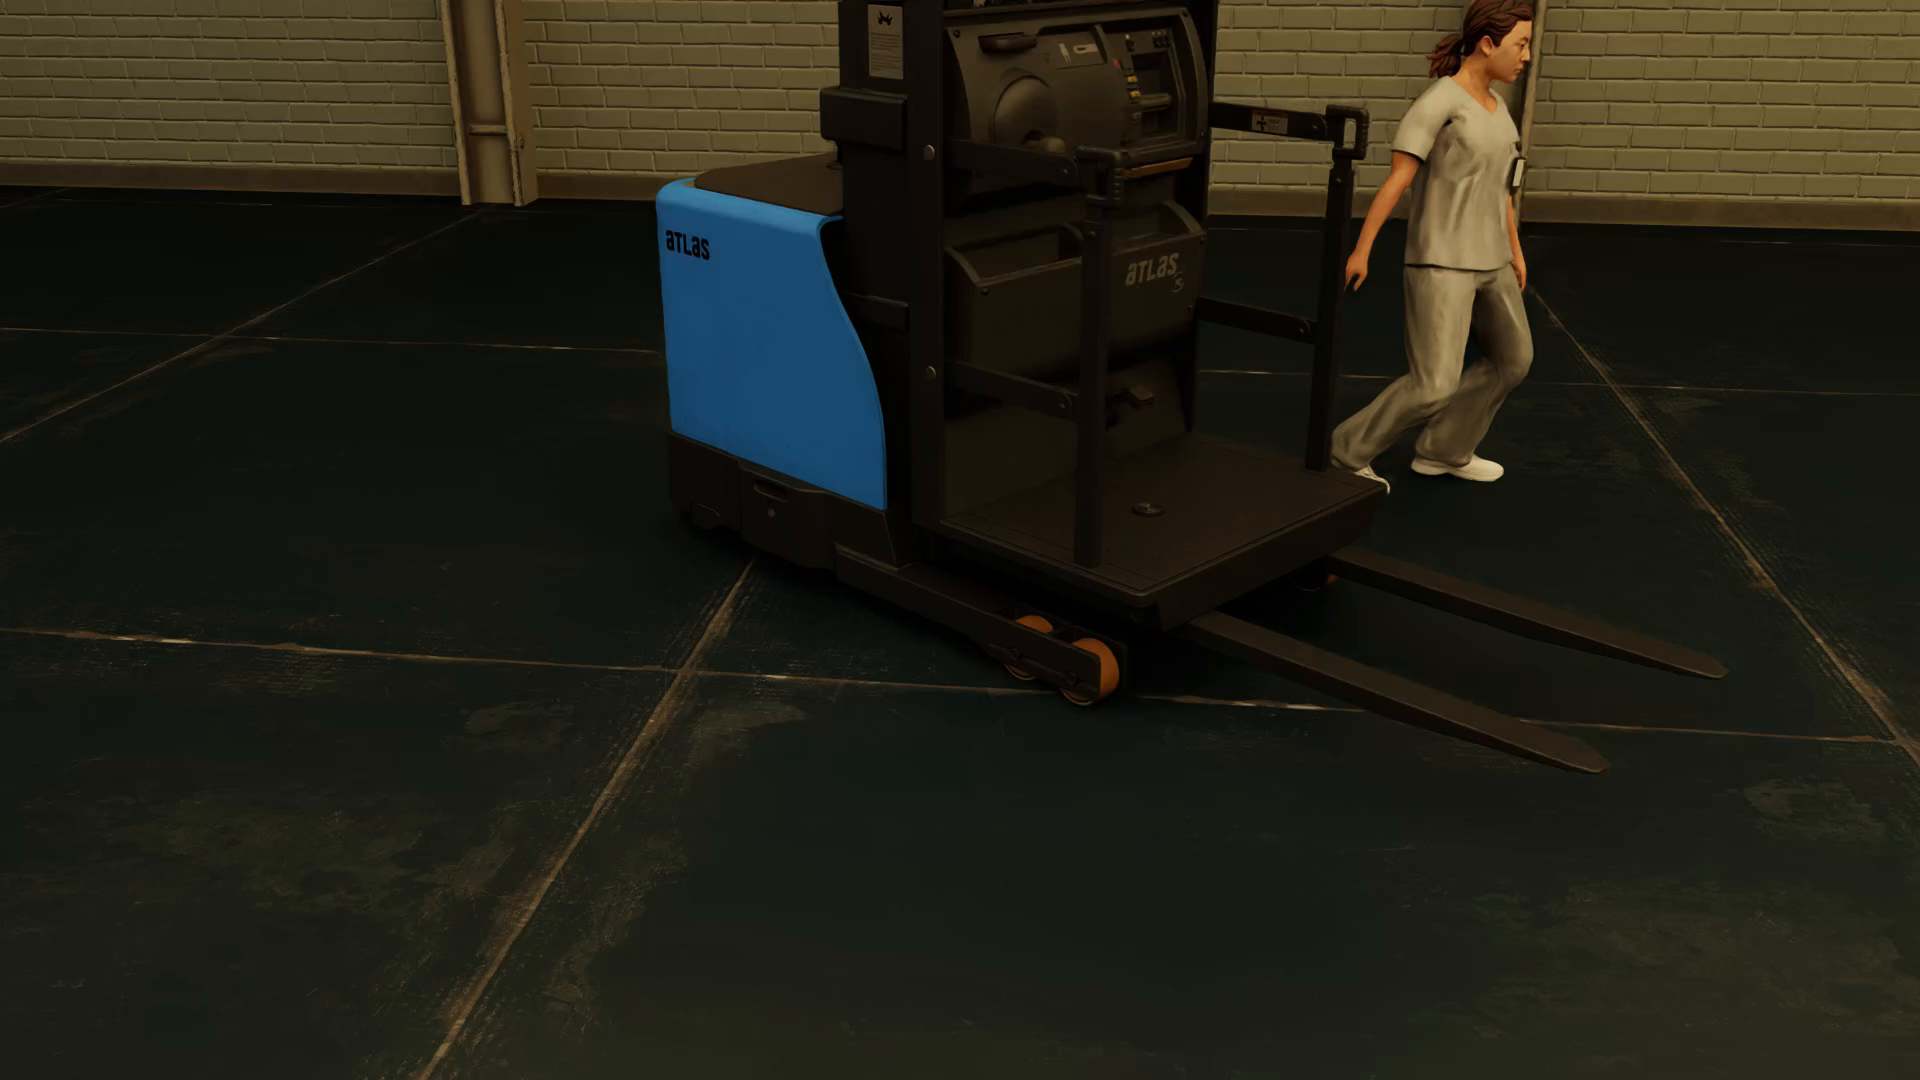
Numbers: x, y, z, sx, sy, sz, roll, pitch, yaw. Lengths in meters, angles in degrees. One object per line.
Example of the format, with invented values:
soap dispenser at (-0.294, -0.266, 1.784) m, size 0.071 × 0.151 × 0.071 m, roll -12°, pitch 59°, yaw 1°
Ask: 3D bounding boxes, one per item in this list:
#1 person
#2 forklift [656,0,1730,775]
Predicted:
person at (1.501, -0.893, 5.262) m, size 0.780 × 1.599 × 0.484 m, roll -15°, pitch 27°, yaw -33°
forklift at (0.473, -1.165, 4.146) m, size 1.130 × 2.935 × 3.031 m, roll -20°, pitch 30°, yaw -41°
